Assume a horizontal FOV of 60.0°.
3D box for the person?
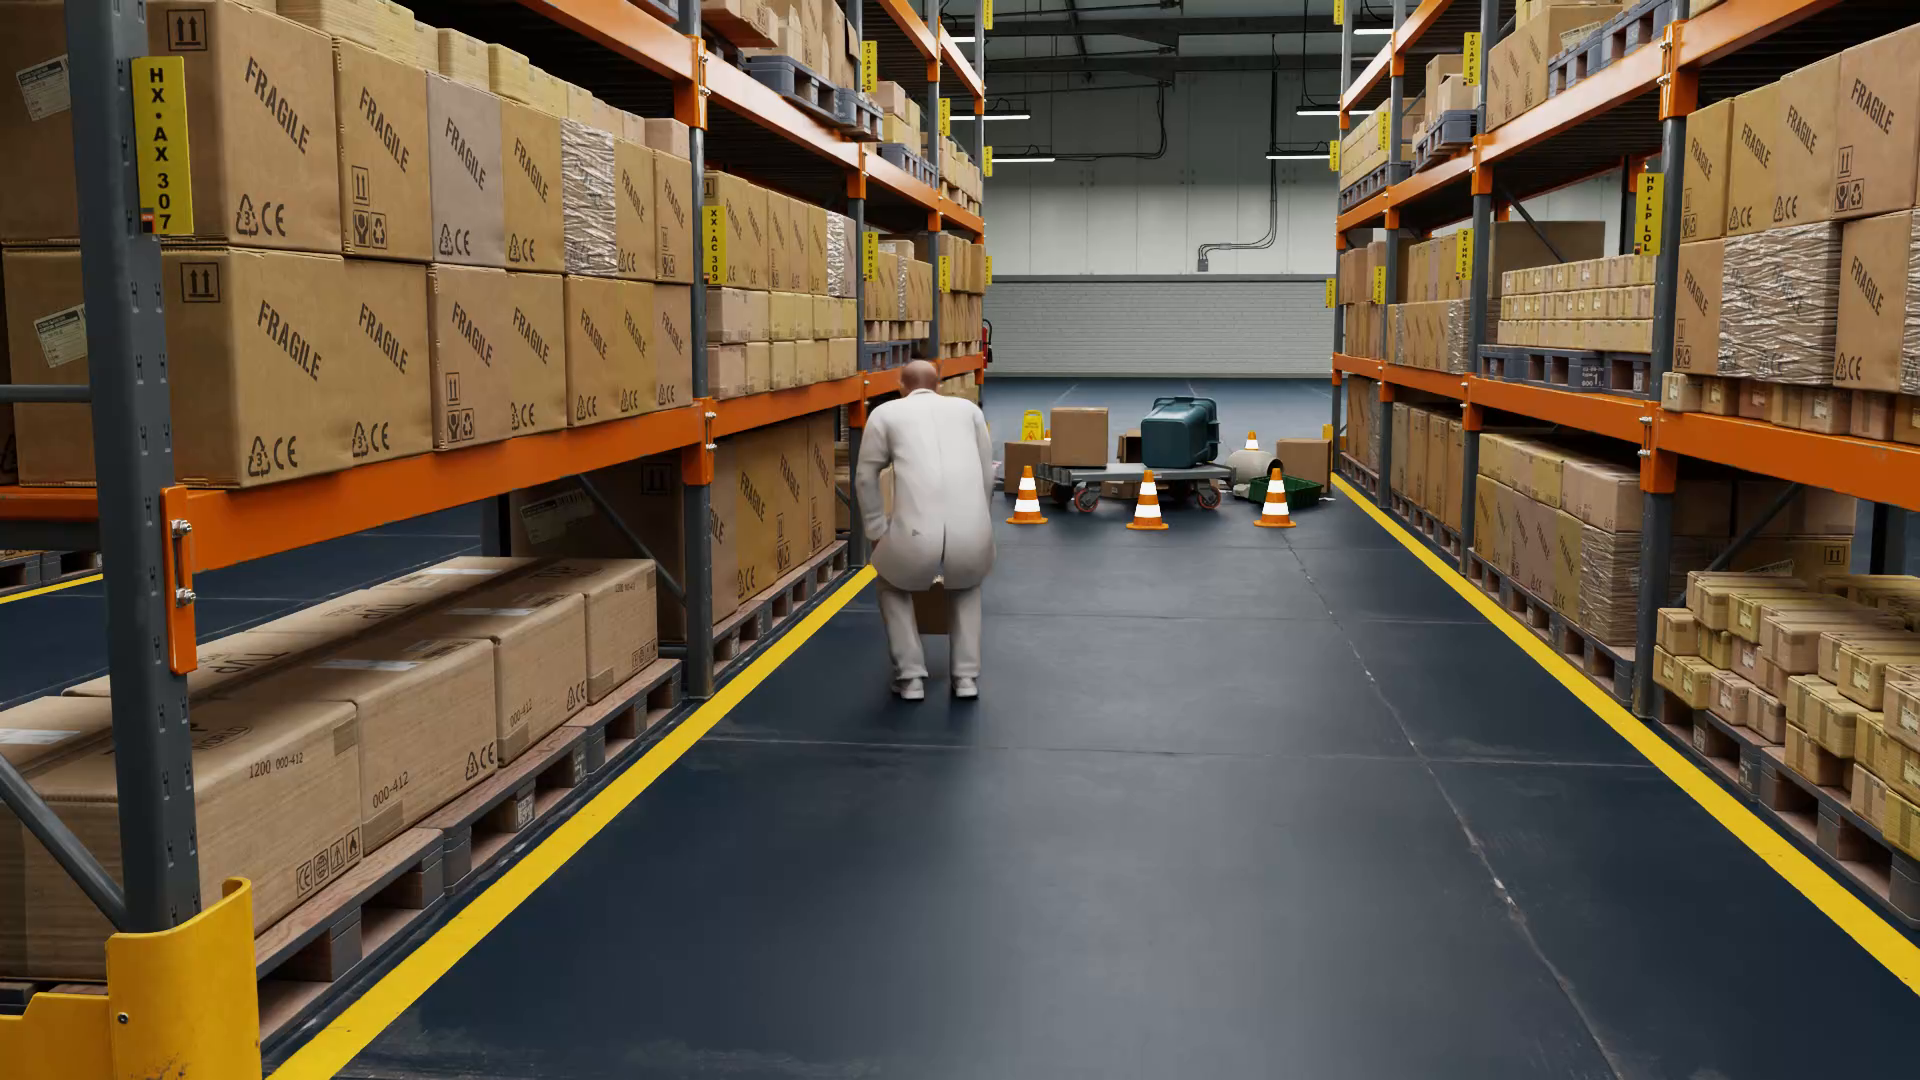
[{"bbox_3d":[-0.142,-0.050,7.386,0.621,1.483,0.680,-1,7,-7],"label":"person"}]
